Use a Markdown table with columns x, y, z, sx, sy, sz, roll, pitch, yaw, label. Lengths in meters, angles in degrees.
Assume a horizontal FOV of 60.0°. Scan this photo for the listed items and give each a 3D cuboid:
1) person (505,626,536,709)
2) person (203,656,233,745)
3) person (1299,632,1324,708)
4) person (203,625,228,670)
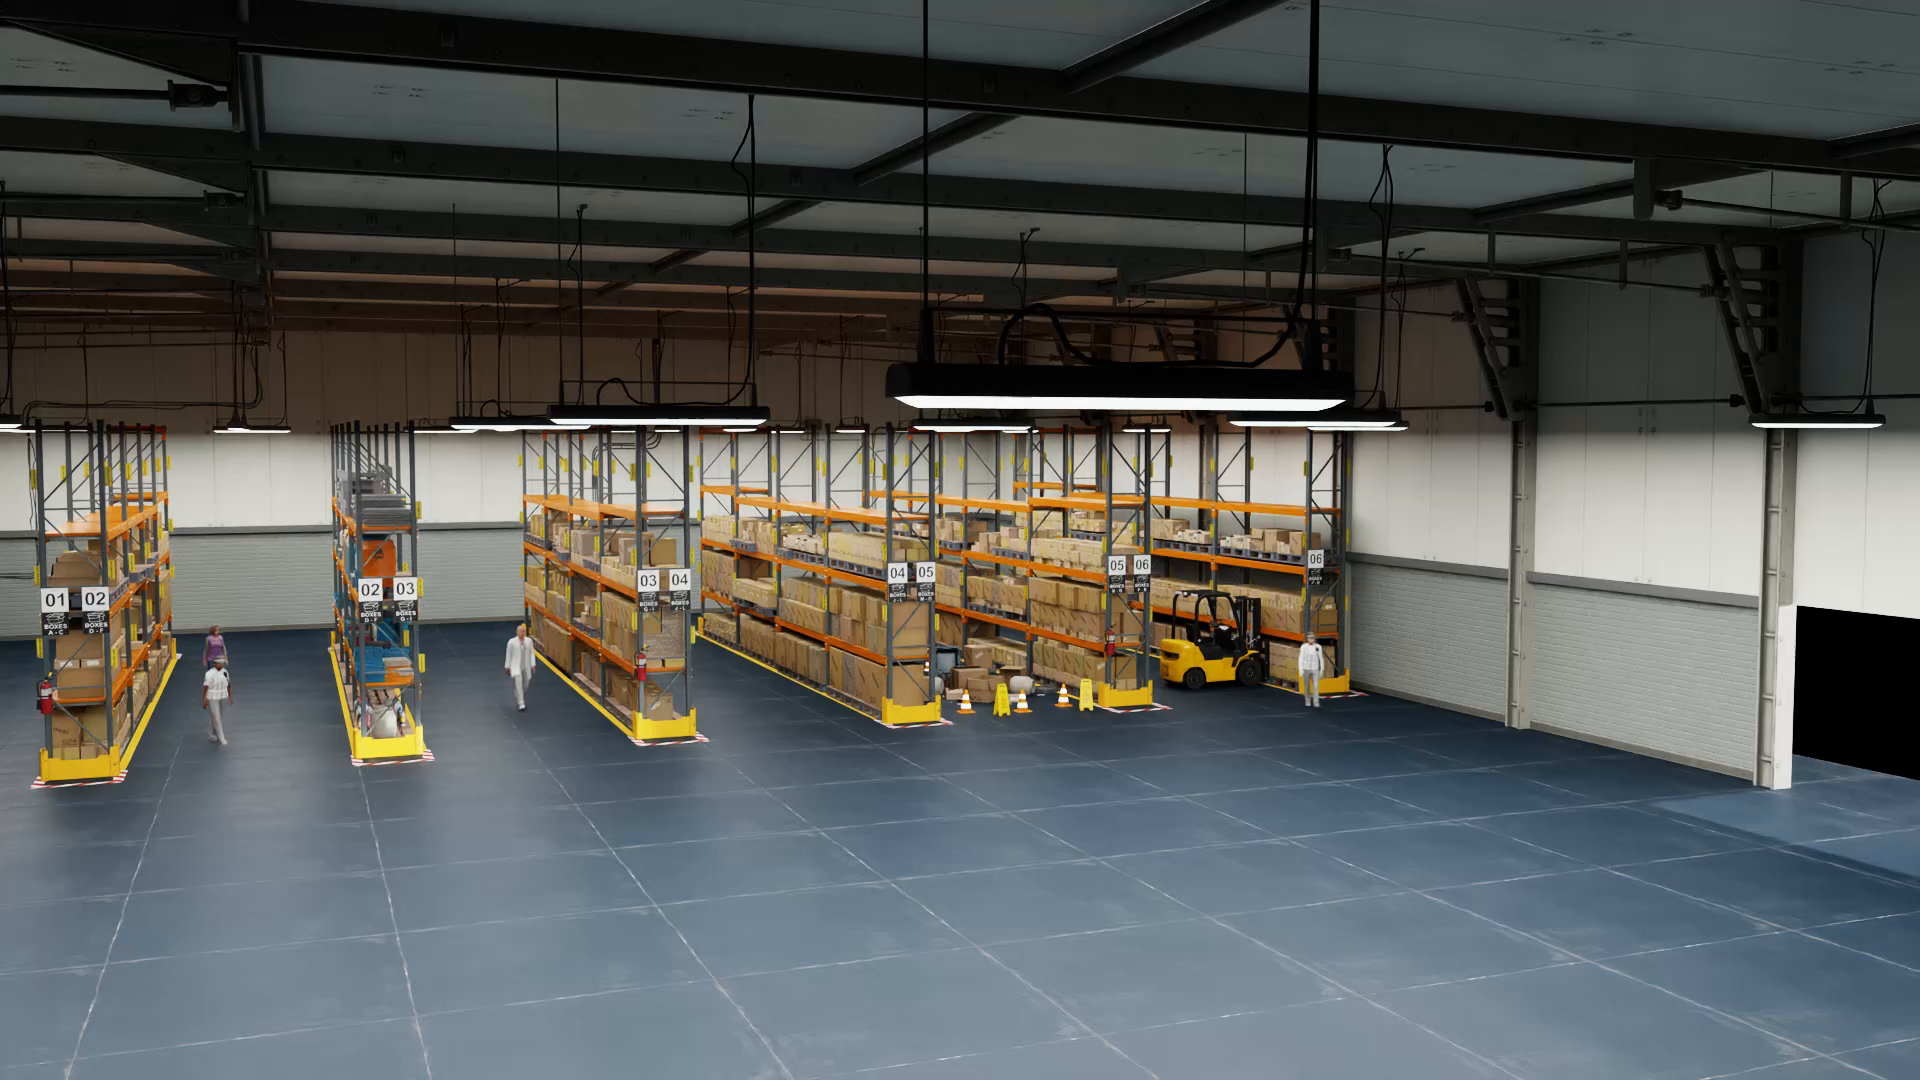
| x | y | z | sx | sy | sz | roll | pitch | yaw | label |
| --- | --- | --- | --- | --- | --- | --- | --- | --- | --- |
| -9.287 | 2.665 | 35.119 | 0.605 | 1.720 | 1.123 | -3 | 5 | -39 | person |
| -13.788 | 2.953 | 30.914 | 0.946 | 1.621 | 0.492 | 2 | 4 | 29 | person |
| 7.336 | 2.722 | 34.759 | 0.514 | 1.616 | 1.048 | 1 | 4 | 15 | person |
| -16.457 | 2.642 | 36.742 | 0.486 | 1.532 | 1.012 | -3 | 4 | -36 | person |
